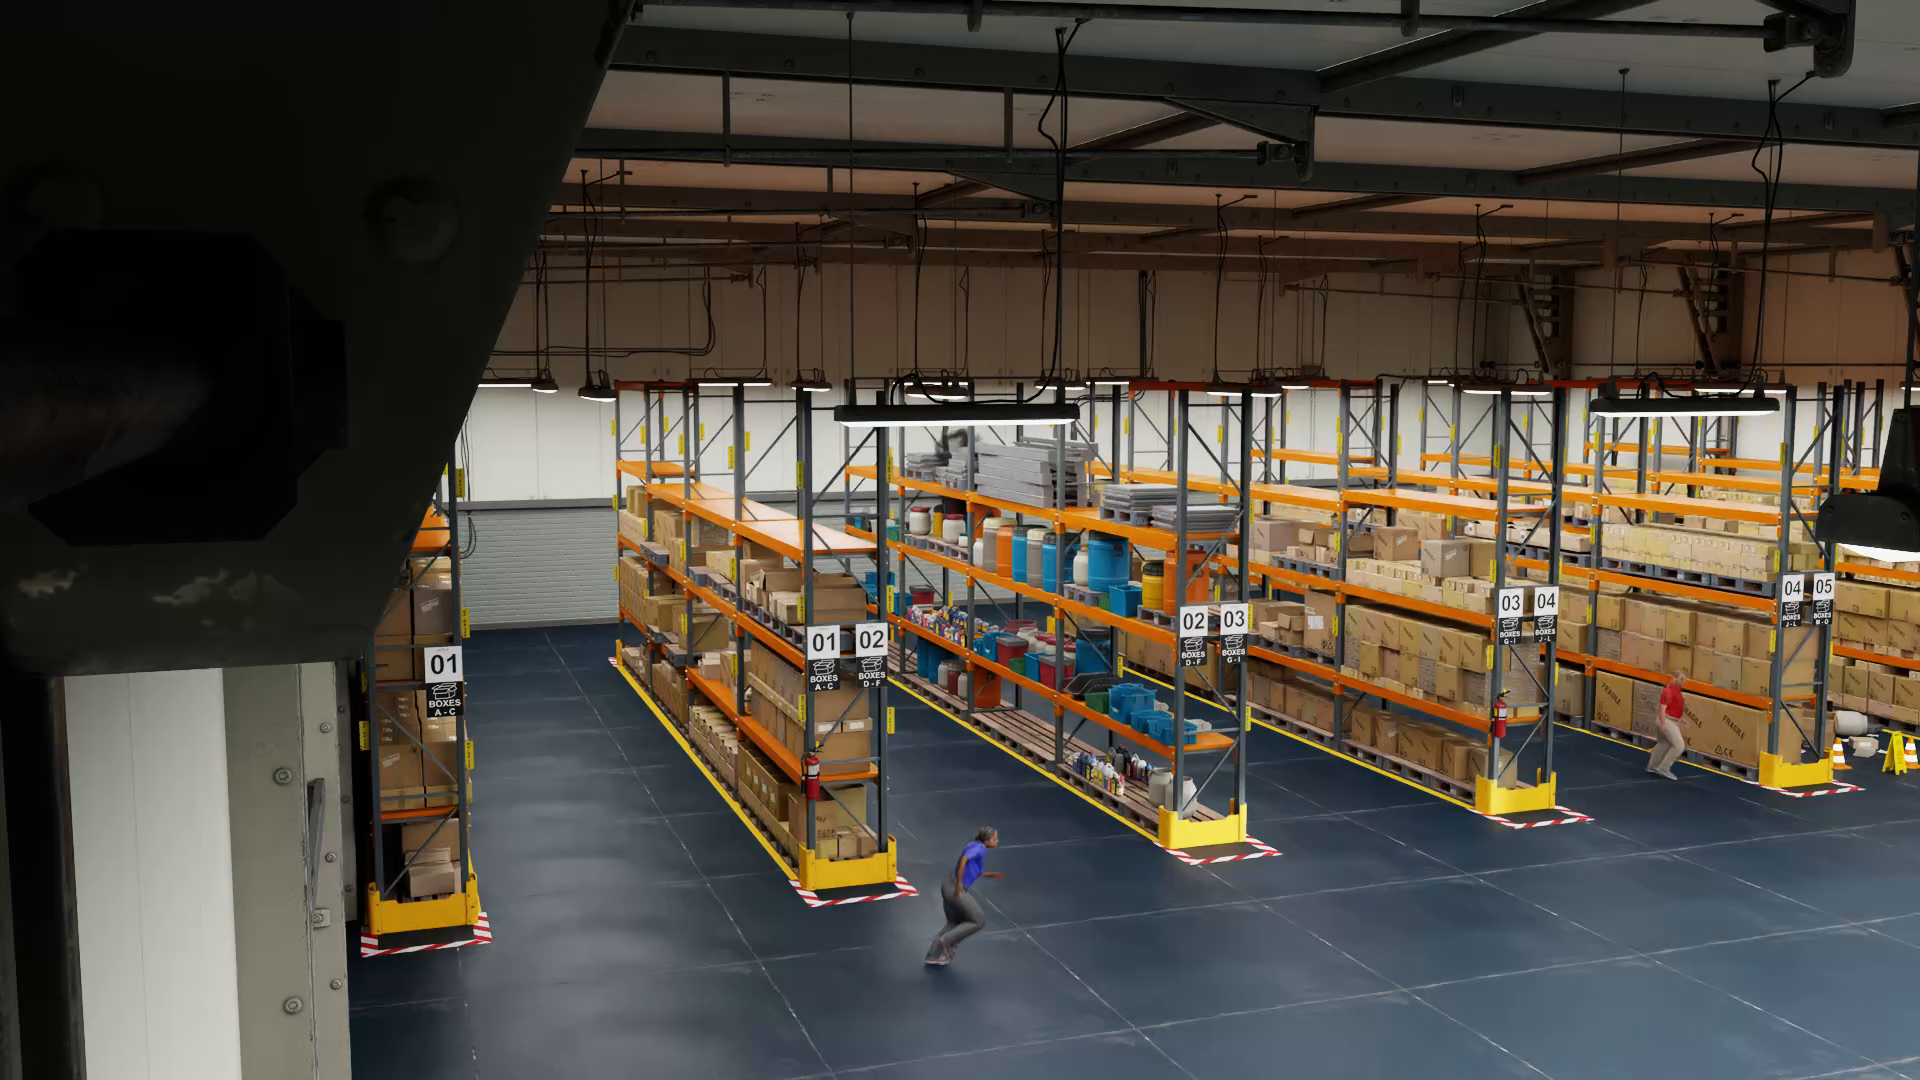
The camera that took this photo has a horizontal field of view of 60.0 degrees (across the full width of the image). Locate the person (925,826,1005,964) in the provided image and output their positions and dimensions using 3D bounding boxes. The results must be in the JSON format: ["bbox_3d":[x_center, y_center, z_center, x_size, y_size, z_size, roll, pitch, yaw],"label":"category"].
[{"bbox_3d":[0.068,3.749,17.468,0.843,1.486,0.608,-1,6,-8],"label":"person"}]

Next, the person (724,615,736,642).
[{"bbox_3d":[-4.979,1.700,35.824,0.646,1.693,0.784,6,8,42],"label":"person"}]

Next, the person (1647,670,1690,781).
[{"bbox_3d":[10.839,2.806,25.433,0.569,1.697,0.618,3,7,28],"label":"person"}]
